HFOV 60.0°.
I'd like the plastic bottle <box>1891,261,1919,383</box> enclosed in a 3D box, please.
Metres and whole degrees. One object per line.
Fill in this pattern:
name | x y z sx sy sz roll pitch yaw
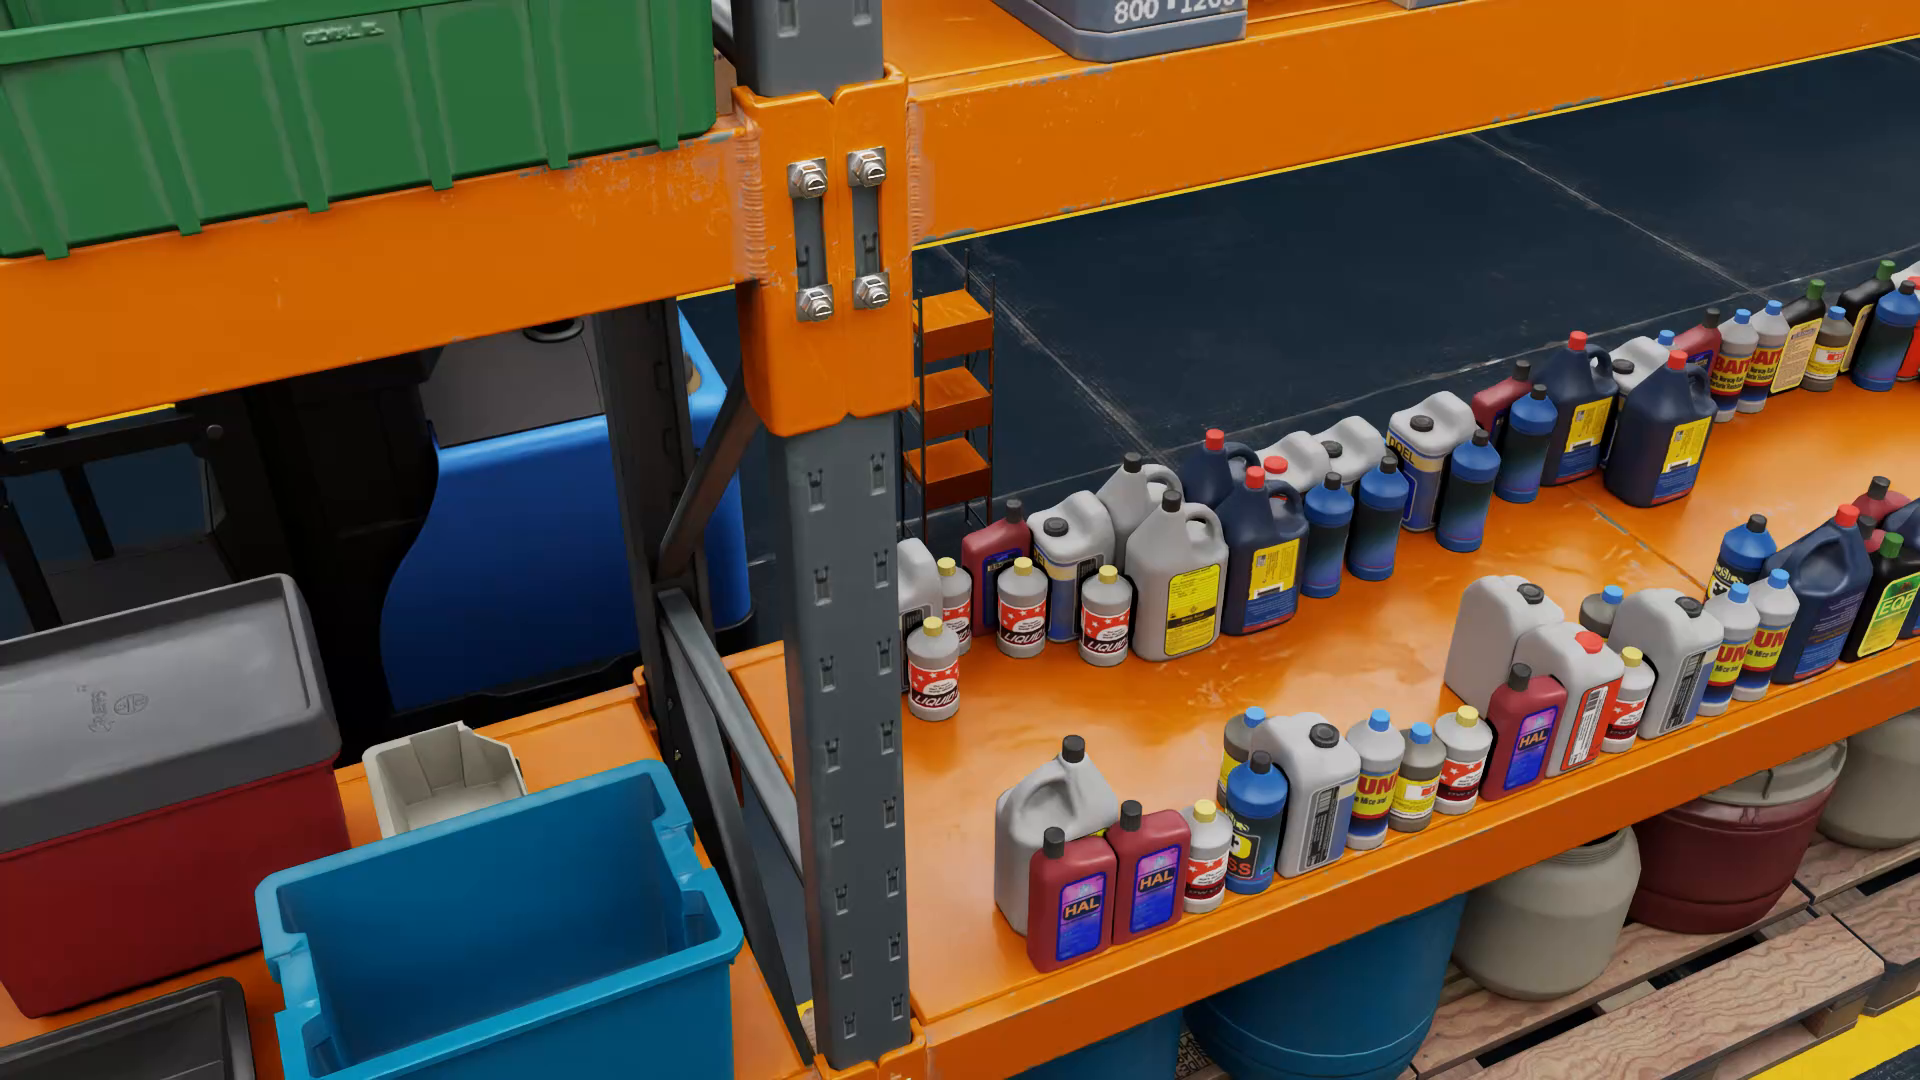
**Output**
plastic bottle | 2.334 -0.548 4.075 0.135 0.276 0.152 -16 39 -20

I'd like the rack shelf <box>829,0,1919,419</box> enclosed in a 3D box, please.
rack shelf | 1.472 -1.059 2.746 4.000 0.370 1.077 -16 39 -20

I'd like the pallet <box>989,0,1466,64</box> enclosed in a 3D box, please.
pallet | 0.329 -1.017 2.244 1.003 0.211 1.213 -16 39 -20

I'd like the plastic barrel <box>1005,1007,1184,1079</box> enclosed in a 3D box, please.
plastic barrel | 0.161 0.908 3.416 0.708 0.901 0.600 -16 39 -20

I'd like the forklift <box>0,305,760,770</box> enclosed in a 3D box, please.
forklift | -2.175 -0.628 4.137 3.031 2.935 1.130 -14 39 -18

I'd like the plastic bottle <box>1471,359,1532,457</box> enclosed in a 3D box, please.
plastic bottle | 1.190 -0.261 3.681 0.133 0.283 0.061 -16 39 -20

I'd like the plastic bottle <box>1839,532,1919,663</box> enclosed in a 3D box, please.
plastic bottle | 1.775 0.099 3.196 0.133 0.283 0.061 -16 39 -20

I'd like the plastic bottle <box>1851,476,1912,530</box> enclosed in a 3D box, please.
plastic bottle | 1.834 -0.012 3.346 0.133 0.283 0.061 -16 39 -20

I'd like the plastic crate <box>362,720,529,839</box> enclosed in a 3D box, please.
plastic crate | -0.821 0.485 2.749 0.243 0.136 0.396 -16 39 -20

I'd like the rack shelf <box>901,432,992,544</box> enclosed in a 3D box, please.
rack shelf | -0.048 -0.176 5.591 0.240 0.259 0.215 -16 39 -20

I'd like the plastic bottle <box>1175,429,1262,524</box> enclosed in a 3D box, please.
plastic bottle | 0.522 -0.073 3.372 0.185 0.351 0.144 -16 39 -20

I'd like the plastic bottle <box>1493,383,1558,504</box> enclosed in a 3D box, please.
plastic bottle | 1.240 -0.218 3.634 0.097 0.271 0.097 0 37 0

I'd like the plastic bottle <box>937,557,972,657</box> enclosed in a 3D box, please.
plastic bottle | -0.026 0.124 3.231 0.097 0.201 0.097 0 37 0

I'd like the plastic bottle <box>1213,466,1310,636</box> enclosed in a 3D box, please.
plastic bottle | 0.583 0.004 3.268 0.185 0.351 0.144 -16 39 -20

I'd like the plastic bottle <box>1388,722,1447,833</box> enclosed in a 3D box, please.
plastic bottle | 0.778 0.399 2.861 0.097 0.201 0.097 0 37 0

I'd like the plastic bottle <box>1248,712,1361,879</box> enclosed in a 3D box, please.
plastic bottle | 0.573 0.408 2.786 0.135 0.276 0.152 -16 39 -20

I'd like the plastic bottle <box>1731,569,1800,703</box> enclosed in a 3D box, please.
plastic bottle | 1.495 0.170 3.110 0.097 0.271 0.097 0 37 0

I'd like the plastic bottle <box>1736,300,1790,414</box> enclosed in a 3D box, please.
plastic bottle | 1.888 -0.439 3.932 0.097 0.271 0.097 0 37 0

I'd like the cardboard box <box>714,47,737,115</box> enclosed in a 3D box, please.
cardboard box | -1.064 -2.023 7.391 0.875 0.875 1.225 -17 40 -21

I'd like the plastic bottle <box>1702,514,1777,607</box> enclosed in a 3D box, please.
plastic bottle | 1.522 0.068 3.248 0.097 0.271 0.097 0 37 0

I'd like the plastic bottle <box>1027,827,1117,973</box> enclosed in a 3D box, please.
plastic bottle | 0.174 0.547 2.593 0.133 0.283 0.061 -16 39 -20

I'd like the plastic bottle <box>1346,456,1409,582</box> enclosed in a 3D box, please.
plastic bottle | 0.860 -0.051 3.409 0.097 0.271 0.097 0 37 0

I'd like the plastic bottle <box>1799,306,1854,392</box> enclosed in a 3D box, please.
plastic bottle | 2.097 -0.469 4.032 0.097 0.201 0.097 0 37 0

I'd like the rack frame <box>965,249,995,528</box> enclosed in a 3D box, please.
rack frame | 0.062 -0.439 5.461 0.008 1.050 0.200 -16 39 -20

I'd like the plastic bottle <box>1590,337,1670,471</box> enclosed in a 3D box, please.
plastic bottle | 1.498 -0.314 3.759 0.135 0.276 0.152 -16 39 -20

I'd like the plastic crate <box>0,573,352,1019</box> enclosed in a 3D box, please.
plastic crate | -1.254 0.404 2.584 0.583 0.464 0.402 -16 39 -20

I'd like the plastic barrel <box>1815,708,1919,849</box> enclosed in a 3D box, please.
plastic barrel | 2.373 0.505 4.287 0.421 0.512 0.421 0 37 0

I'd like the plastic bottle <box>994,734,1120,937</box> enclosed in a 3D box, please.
plastic bottle | 0.154 0.458 2.656 0.185 0.351 0.144 -16 39 -20

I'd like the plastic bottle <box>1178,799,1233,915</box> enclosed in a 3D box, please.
plastic bottle | 0.392 0.507 2.715 0.097 0.201 0.097 0 37 0

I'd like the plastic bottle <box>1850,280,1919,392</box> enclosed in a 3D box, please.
plastic bottle | 2.244 -0.498 4.012 0.097 0.271 0.097 0 37 0

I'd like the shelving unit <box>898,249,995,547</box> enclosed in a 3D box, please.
shelving unit | -0.048 -0.408 5.419 0.252 1.050 0.215 -16 39 -20

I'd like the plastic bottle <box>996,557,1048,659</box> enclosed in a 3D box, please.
plastic bottle | 0.121 0.123 3.233 0.097 0.201 0.097 0 37 0

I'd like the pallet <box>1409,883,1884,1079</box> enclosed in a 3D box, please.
pallet | 1.483 0.999 4.226 1.213 0.211 1.003 -16 39 -20

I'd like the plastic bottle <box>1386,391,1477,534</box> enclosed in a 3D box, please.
plastic bottle | 1.000 -0.174 3.571 0.135 0.276 0.152 -16 39 -20

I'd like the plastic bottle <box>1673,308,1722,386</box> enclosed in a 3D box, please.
plastic bottle | 1.688 -0.400 3.869 0.133 0.283 0.061 -16 39 -20

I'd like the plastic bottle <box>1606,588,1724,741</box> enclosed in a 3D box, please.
plastic bottle | 1.290 0.208 3.056 0.135 0.276 0.152 -16 39 -20

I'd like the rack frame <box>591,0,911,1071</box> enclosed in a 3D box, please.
rack frame | -0.339 0.363 2.743 0.127 3.000 1.000 -16 39 -20

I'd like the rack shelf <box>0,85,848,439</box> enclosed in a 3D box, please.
rack shelf | -2.149 -0.047 1.381 4.000 0.370 1.077 -16 39 -20

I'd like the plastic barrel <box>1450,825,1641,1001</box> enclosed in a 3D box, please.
plastic barrel | 1.351 0.791 3.902 0.421 0.512 0.421 0 37 0

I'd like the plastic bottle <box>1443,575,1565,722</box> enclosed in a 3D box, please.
plastic bottle | 1.016 0.184 3.088 0.135 0.276 0.152 -16 39 -20

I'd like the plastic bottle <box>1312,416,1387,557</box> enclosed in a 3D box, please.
plastic bottle | 0.790 -0.116 3.492 0.135 0.276 0.152 -16 39 -20

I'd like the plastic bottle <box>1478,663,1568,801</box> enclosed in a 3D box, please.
plastic bottle | 0.978 0.322 2.896 0.133 0.283 0.061 -16 39 -20

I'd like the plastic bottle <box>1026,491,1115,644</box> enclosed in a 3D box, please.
plastic bottle | 0.211 0.046 3.274 0.135 0.276 0.152 -16 39 -20
